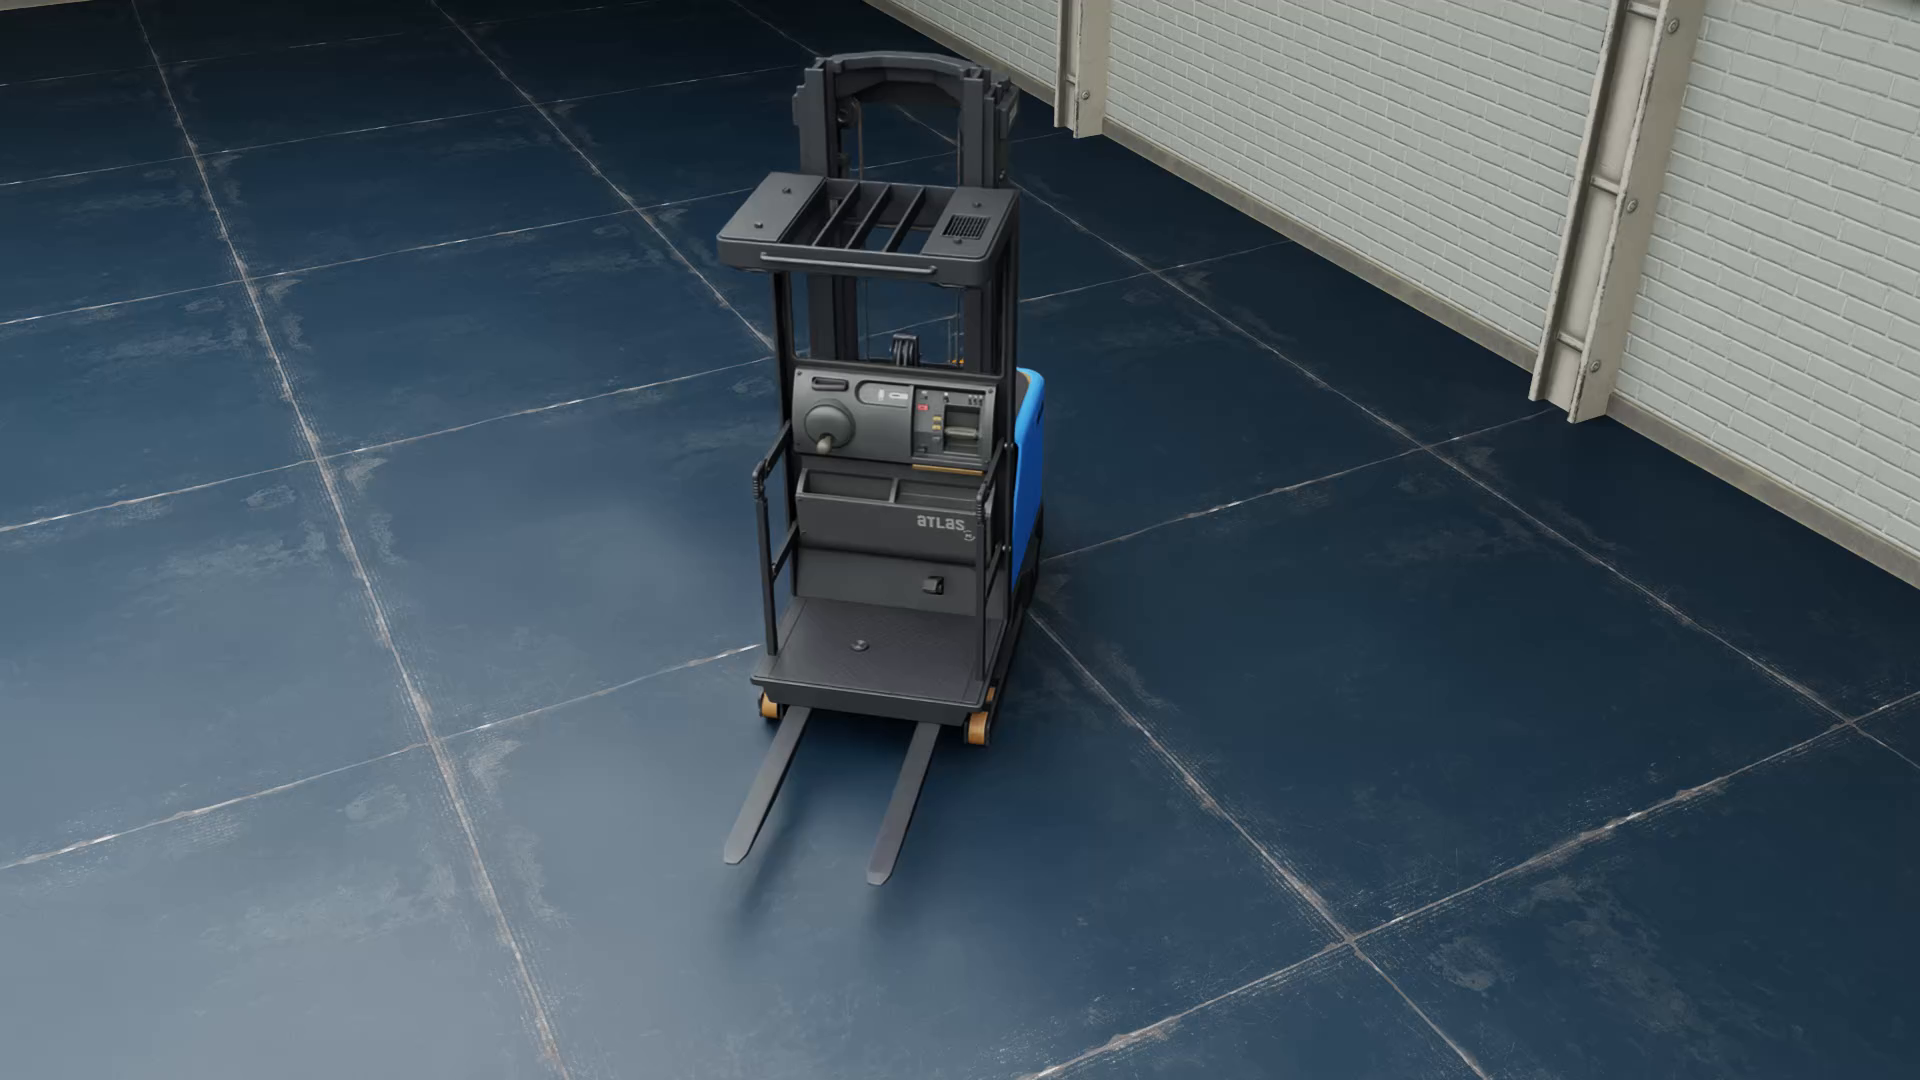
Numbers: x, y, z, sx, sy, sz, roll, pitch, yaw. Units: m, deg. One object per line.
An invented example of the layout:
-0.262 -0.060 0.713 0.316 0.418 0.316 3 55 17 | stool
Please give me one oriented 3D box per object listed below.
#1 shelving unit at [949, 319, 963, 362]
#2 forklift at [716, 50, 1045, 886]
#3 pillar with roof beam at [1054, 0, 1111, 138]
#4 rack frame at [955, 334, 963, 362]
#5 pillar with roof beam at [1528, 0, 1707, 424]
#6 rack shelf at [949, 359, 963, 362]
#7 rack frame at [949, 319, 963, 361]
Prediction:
0.075 -0.634 9.145 0.258 1.200 0.189 -6 33 -9 | shelving unit
-0.341 -0.493 7.322 1.130 2.935 3.031 6 33 10 | forklift
-2.726 -6.430 10.963 9.100 9.000 0.400 -16 36 -23 | pillar with roof beam
0.091 -0.585 9.069 0.240 1.200 0.006 -6 33 -9 | rack frame
0.071 -3.566 6.494 9.100 9.000 0.400 -16 36 -23 | pillar with roof beam
0.075 -0.899 8.975 0.258 0.103 0.180 -6 33 -9 | rack shelf
0.058 -0.682 9.220 0.240 1.200 0.006 -6 33 -9 | rack frame
